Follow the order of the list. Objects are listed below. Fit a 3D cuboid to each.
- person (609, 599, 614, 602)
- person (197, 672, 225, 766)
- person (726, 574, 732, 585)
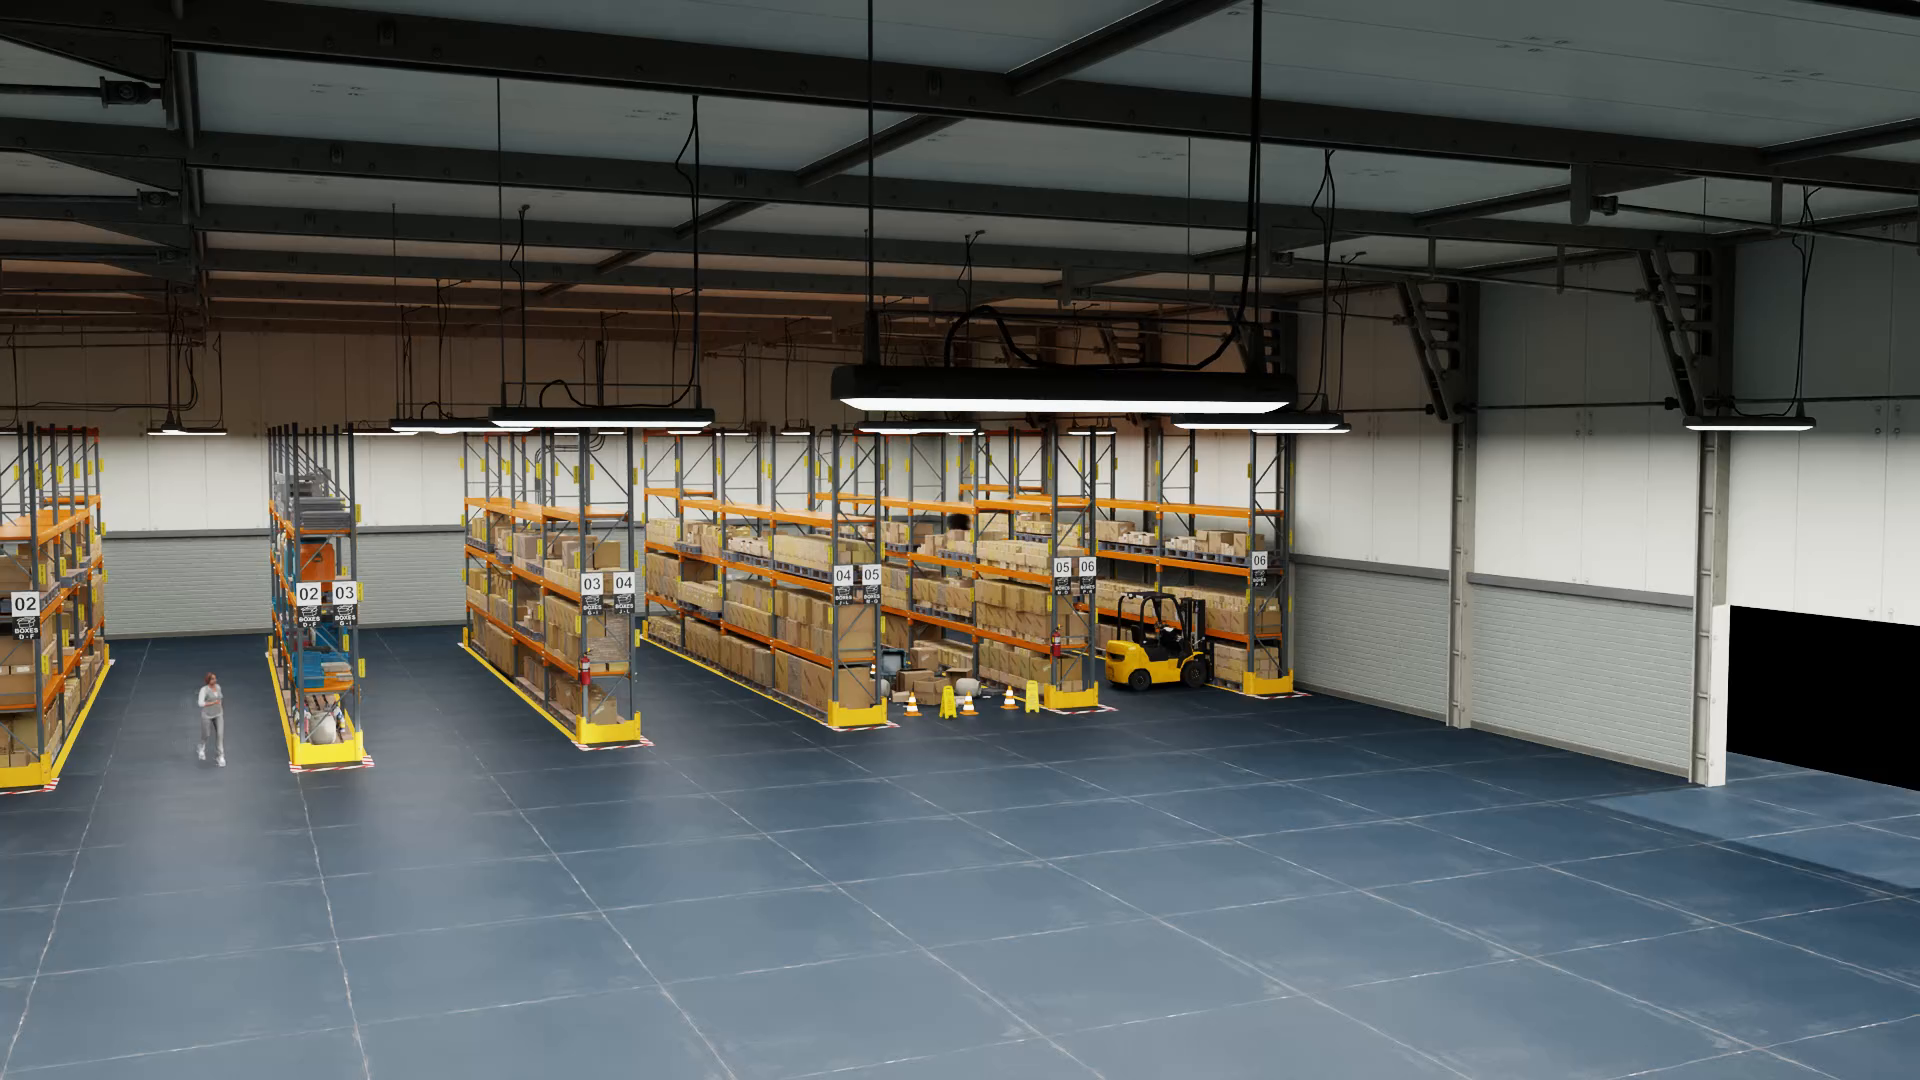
[{"bbox_3d":[-9.142,2.281,43.361,0.581,1.604,0.625,-3,4,-38],"label":"person"},{"bbox_3d":[-13.153,3.114,29.173,0.861,1.609,0.504,3,5,42],"label":"person"},{"bbox_3d":[-6.658,1.881,48.409,0.691,1.760,0.605,-2,4,-33],"label":"person"}]
